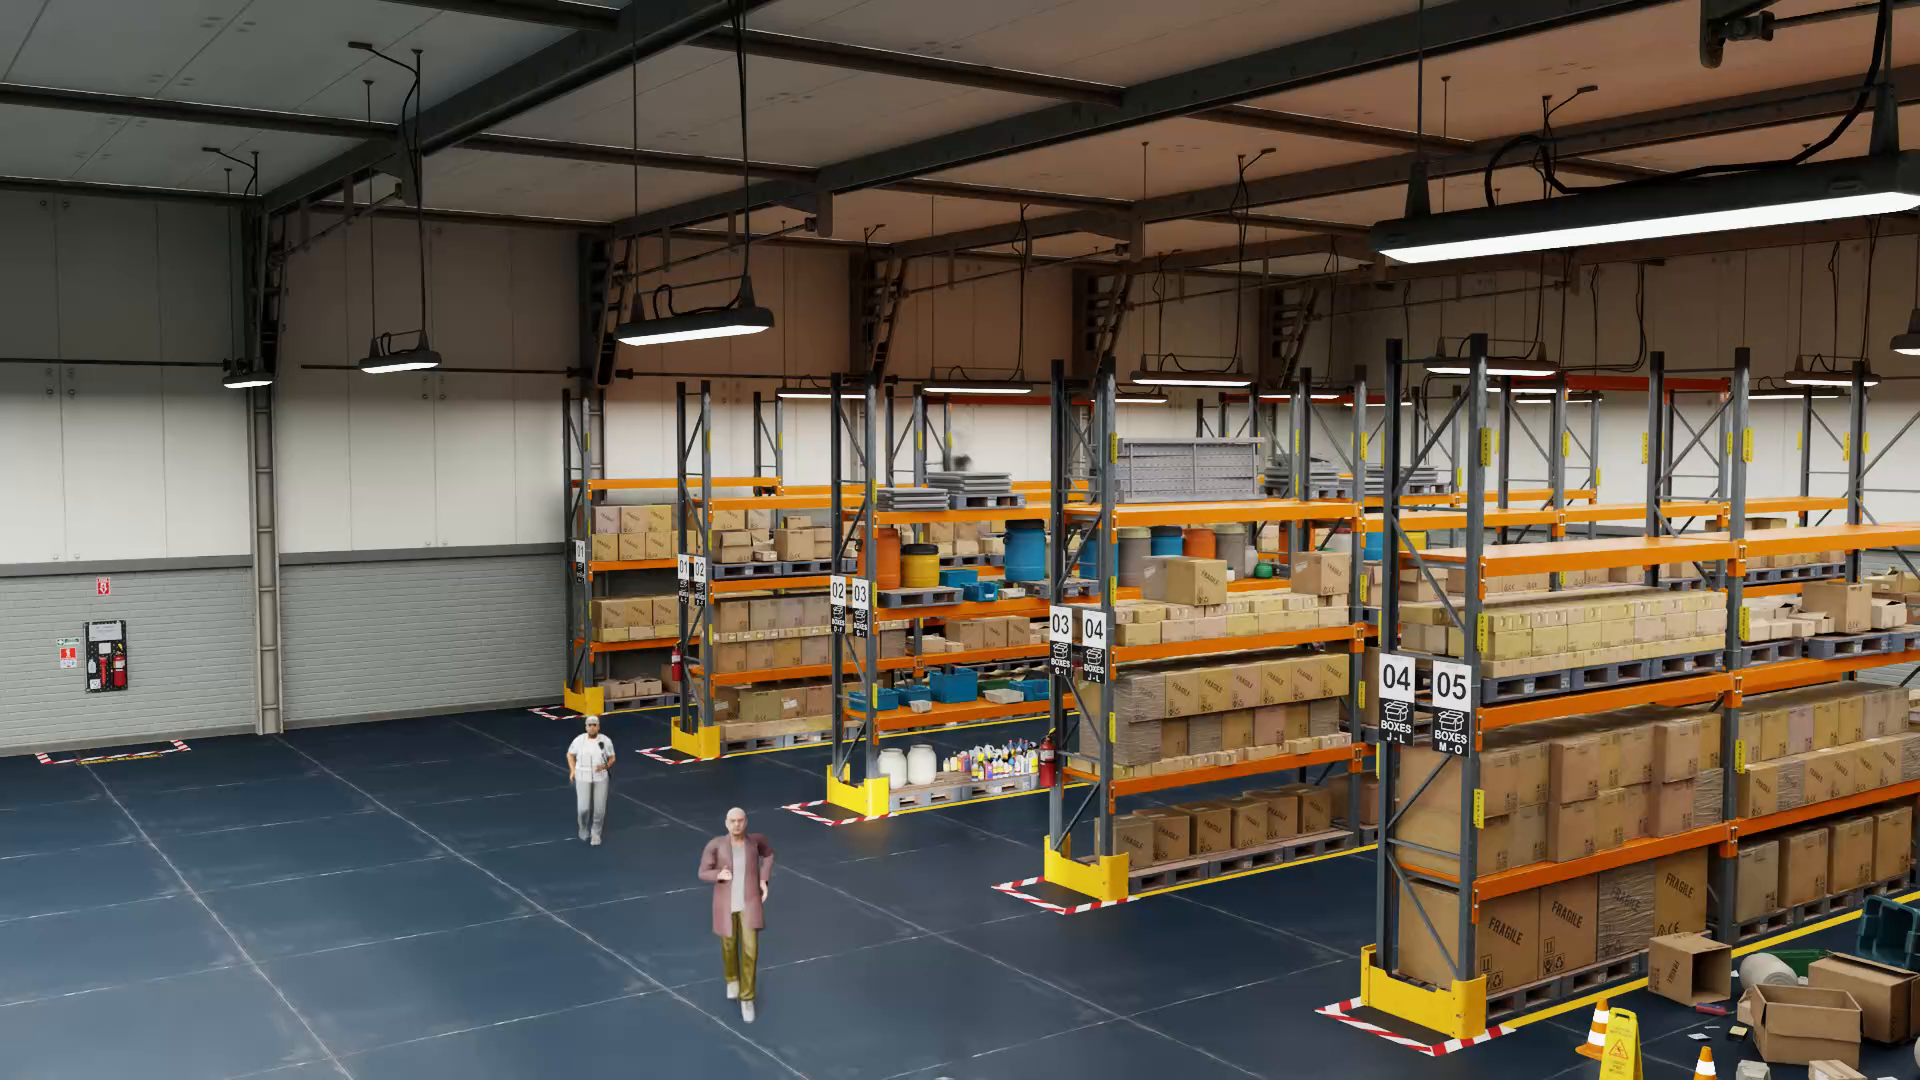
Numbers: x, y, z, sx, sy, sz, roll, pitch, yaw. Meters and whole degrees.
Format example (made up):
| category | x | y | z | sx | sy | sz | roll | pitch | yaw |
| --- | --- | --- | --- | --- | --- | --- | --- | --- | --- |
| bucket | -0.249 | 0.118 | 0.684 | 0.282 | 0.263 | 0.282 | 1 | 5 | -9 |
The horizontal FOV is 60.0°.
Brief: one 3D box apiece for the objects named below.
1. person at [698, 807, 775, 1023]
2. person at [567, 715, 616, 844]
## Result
| category | x | y | z | sx | sy | sz | roll | pitch | yaw |
| --- | --- | --- | --- | --- | --- | --- | --- | --- | --- |
| person | -1.996 | 3.306 | 14.906 | 0.685 | 1.831 | 0.831 | 0 | 4 | -7 |
| person | -4.603 | 3.010 | 20.786 | 0.593 | 1.626 | 0.566 | -1 | 4 | -14 |
